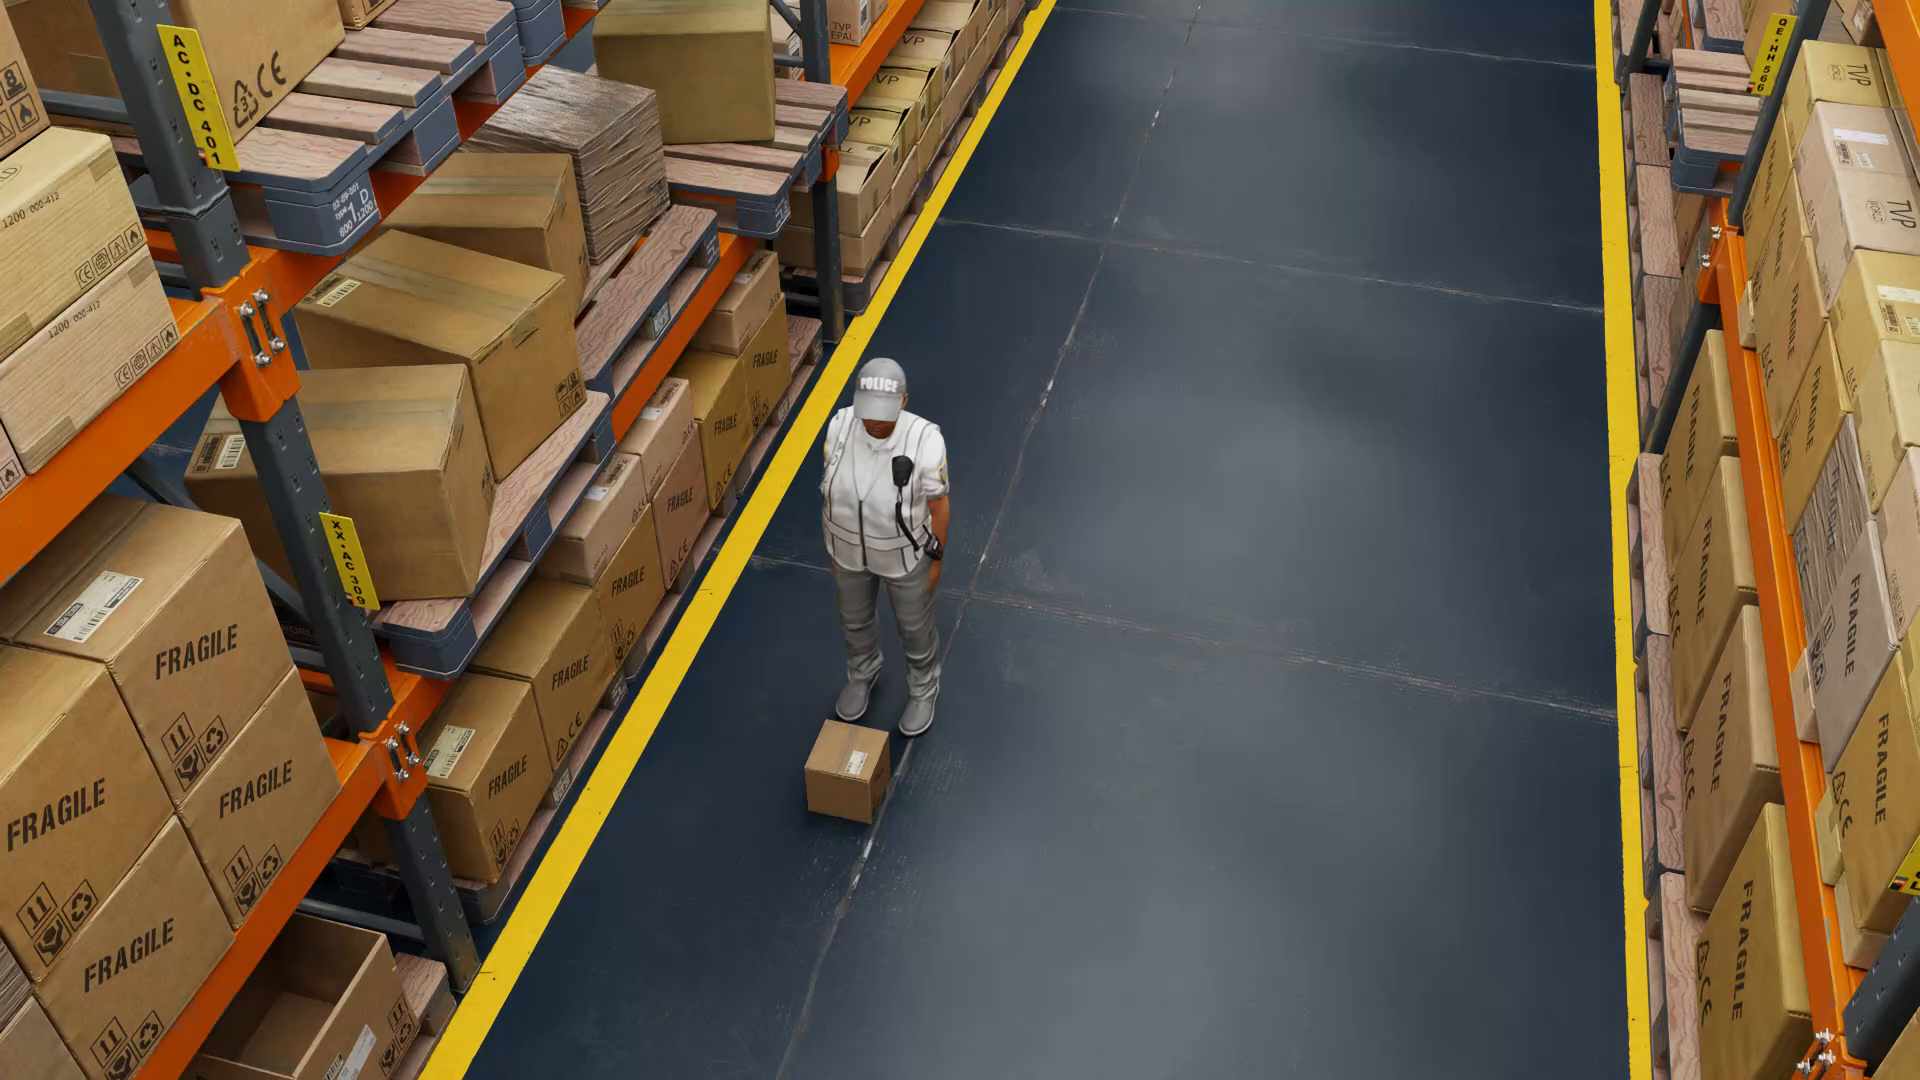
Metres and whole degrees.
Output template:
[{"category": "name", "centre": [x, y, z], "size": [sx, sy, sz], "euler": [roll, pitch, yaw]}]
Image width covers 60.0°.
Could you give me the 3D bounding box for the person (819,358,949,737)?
[{"category": "person", "centre": [-0.276, 0.049, 6.103], "size": [0.468, 1.663, 0.374], "euler": [12, 43, 13]}]
